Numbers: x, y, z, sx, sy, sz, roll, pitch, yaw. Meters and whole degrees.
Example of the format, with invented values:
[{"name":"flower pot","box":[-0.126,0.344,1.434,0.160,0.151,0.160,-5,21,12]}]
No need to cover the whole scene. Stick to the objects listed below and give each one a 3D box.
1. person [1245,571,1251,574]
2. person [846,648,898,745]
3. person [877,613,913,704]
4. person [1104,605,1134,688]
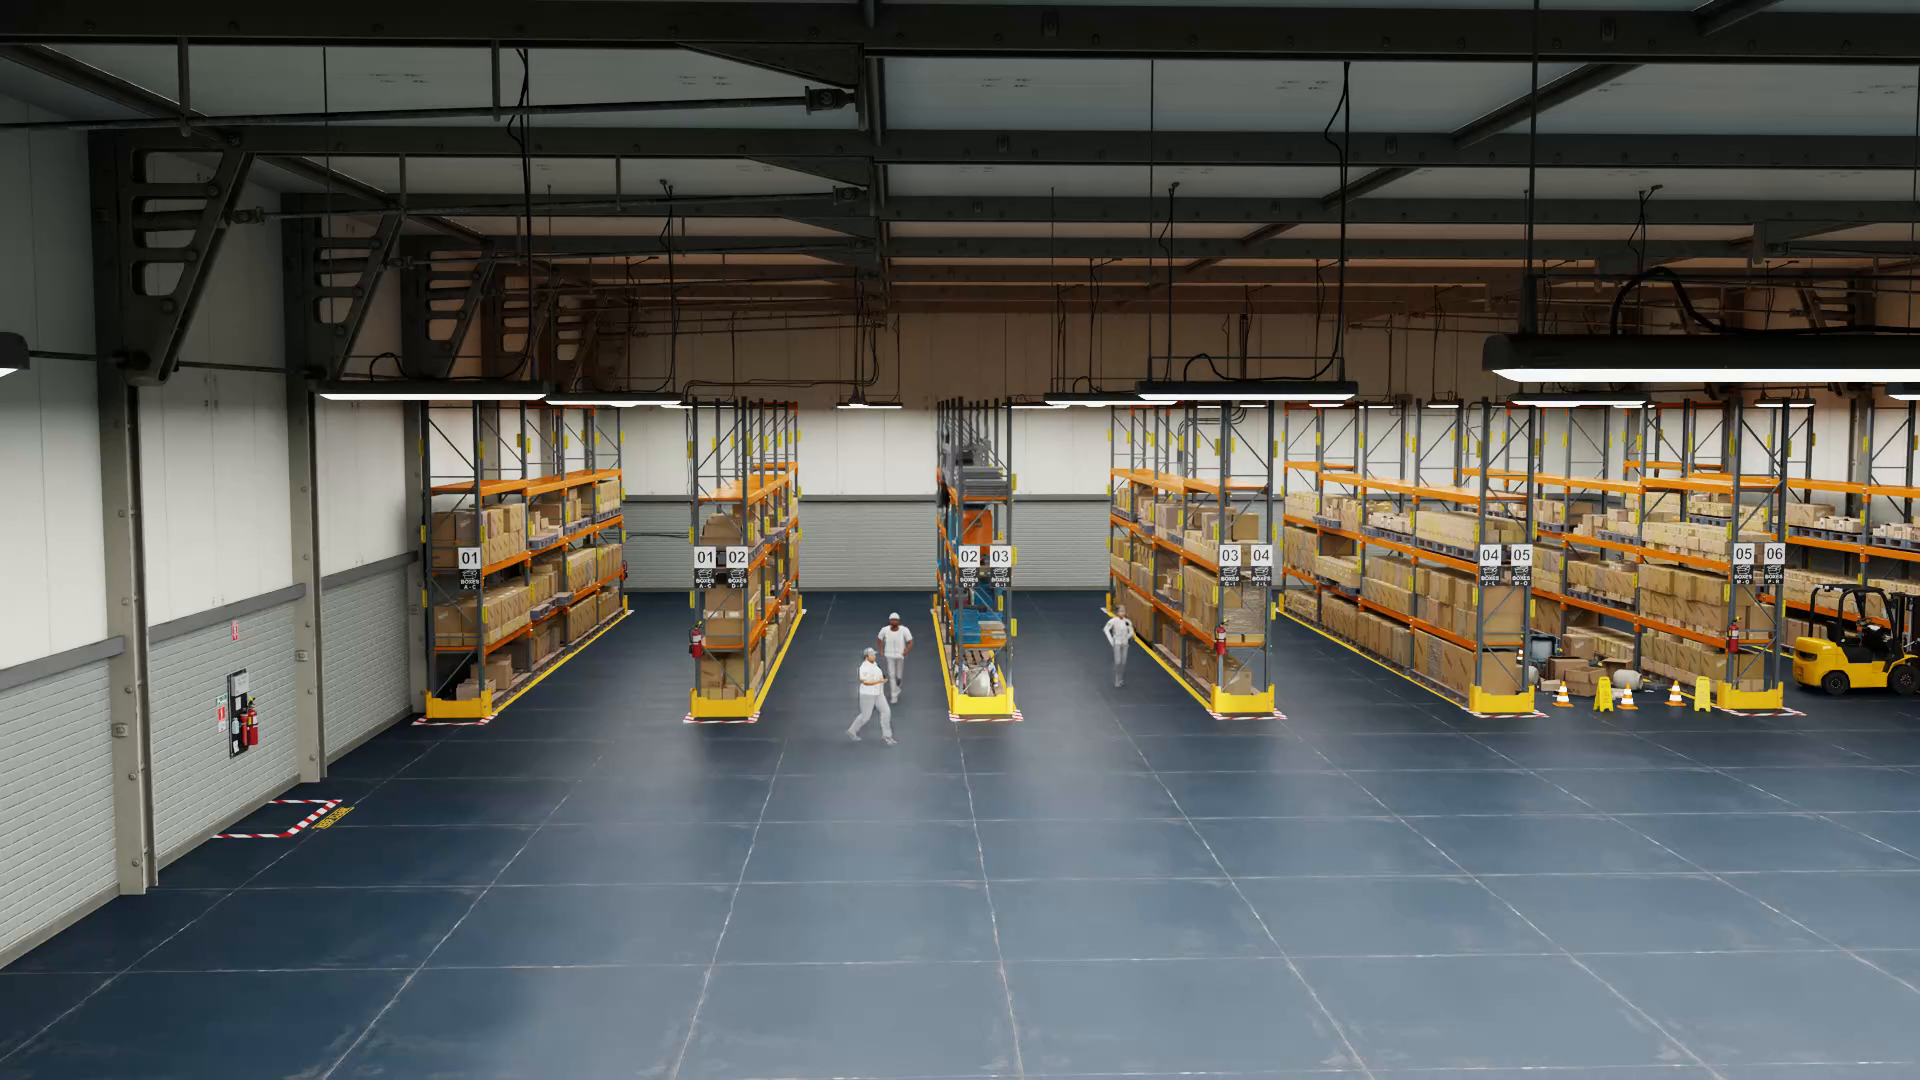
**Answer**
[{"name":"person","box":[8.022,1.316,45.725,0.664,1.829,0.895,1,4,8]},{"name":"person","box":[-1.515,2.692,28.661,0.894,1.689,0.608,2,5,28]},{"name":"person","box":[-1.285,2.312,32.970,0.711,1.765,0.865,0,4,-4]},{"name":"person","box":[3.340,2.224,34.665,0.603,1.751,0.629,-1,4,-10]}]
